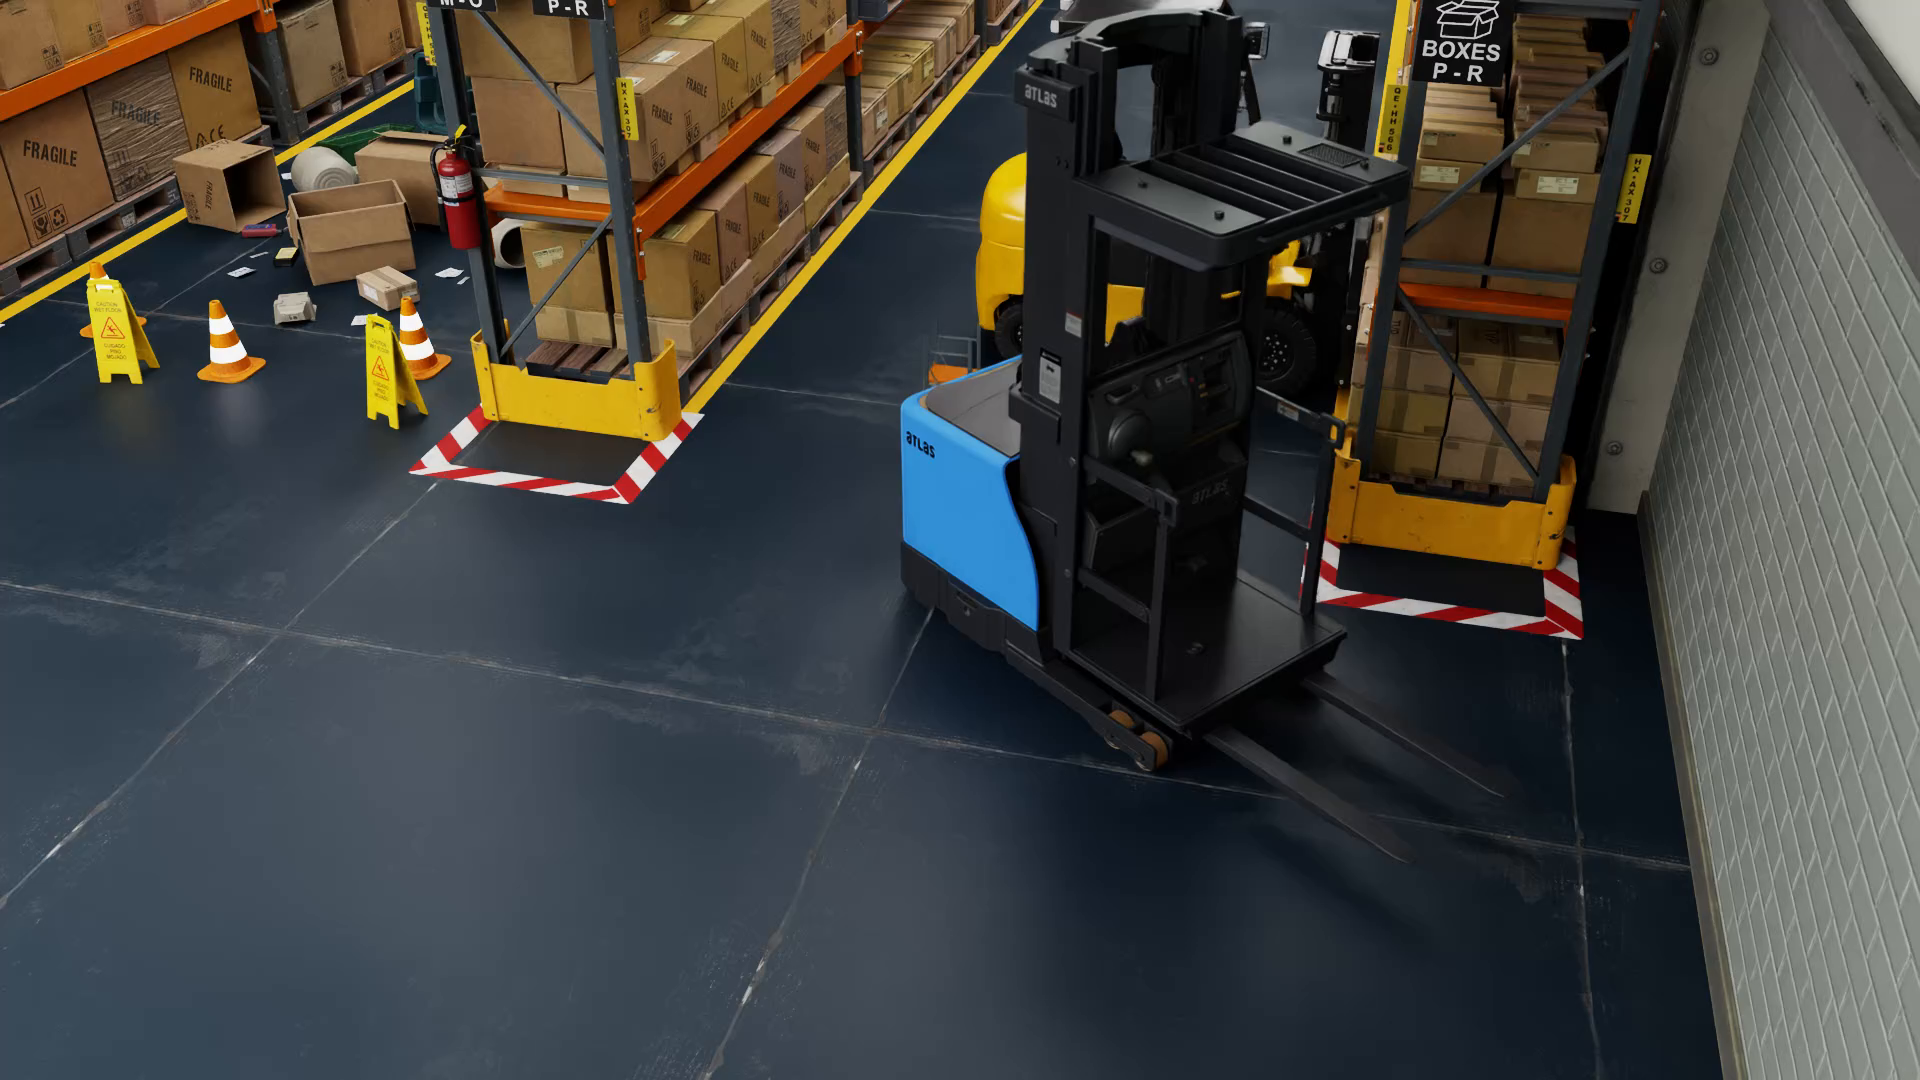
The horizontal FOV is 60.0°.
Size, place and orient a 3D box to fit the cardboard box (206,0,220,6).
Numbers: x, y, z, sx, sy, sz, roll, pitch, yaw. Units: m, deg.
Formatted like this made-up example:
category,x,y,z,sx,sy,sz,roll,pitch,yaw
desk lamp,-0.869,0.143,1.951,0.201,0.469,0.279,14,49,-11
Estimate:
category,x,y,z,sx,sy,sz,roll,pitch,yaw
cardboard box,-6.146,-4.526,12.934,0.875,0.550,0.550,8,33,12

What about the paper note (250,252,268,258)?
category,x,y,z,sx,sy,sz,roll,pitch,yaw
paper note,-5.045,-2.054,11.971,0.032,0.001,0.123,28,42,36

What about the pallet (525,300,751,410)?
category,x,y,z,sx,sy,sz,roll,pitch,yaw
pallet,-2.006,-1.238,10.501,1.003,0.211,1.213,8,33,12

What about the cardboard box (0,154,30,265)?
category,x,y,z,sx,sy,sz,roll,pitch,yaw
cardboard box,-6.971,-2.222,11.038,0.875,0.875,0.875,8,33,13

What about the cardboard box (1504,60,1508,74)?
category,x,y,z,sx,sy,sz,roll,pitch,yaw
cardboard box,3.450,-2.609,9.965,0.500,0.500,0.500,7,33,11

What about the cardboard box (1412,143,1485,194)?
category,x,y,z,sx,sy,sz,roll,pitch,yaw
cardboard box,2.354,-1.819,8.117,0.380,0.149,0.250,8,33,13

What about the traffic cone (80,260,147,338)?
category,x,y,z,sx,sy,sz,roll,pitch,yaw
traffic cone,-5.571,-1.592,10.823,0.336,0.463,0.334,8,33,12

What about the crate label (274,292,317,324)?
category,x,y,z,sx,sy,sz,roll,pitch,yaw
crate label,-4.424,-1.541,11.046,0.250,0.136,0.298,-8,33,-13

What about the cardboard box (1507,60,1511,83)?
category,x,y,z,sx,sy,sz,roll,pitch,yaw
cardboard box,3.328,-2.675,9.464,0.380,0.149,0.250,7,33,11

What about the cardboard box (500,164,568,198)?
category,x,y,z,sx,sy,sz,roll,pitch,yaw
cardboard box,-2.377,-2.076,9.454,0.380,0.149,0.250,9,34,14

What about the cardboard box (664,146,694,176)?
category,x,y,z,sx,sy,sz,roll,pitch,yaw
cardboard box,-1.783,-2.260,9.744,0.380,0.149,0.250,7,33,11

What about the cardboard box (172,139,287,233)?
category,x,y,z,sx,sy,sz,roll,pitch,yaw
cardboard box,-5.465,-2.657,12.461,0.500,0.500,0.500,14,35,21

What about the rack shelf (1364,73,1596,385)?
category,x,y,z,sx,sy,sz,roll,pitch,yaw
rack shelf,3.044,-2.019,9.801,1.077,0.370,4.000,8,33,12

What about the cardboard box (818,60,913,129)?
category,x,y,z,sx,sy,sz,roll,pitch,yaw
cardboard box,-0.940,-3.749,13.909,0.950,0.372,0.625,10,34,15

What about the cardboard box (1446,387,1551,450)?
category,x,y,z,sx,sy,sz,roll,pitch,yaw
cardboard box,2.857,-0.728,8.805,0.500,0.250,0.500,9,33,13

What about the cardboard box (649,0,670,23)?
category,x,y,z,sx,sy,sz,roll,pitch,yaw
cardboard box,-2.181,-3.384,9.974,0.700,0.500,0.500,8,33,12

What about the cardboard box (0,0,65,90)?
category,x,y,z,sx,sy,sz,roll,pitch,yaw
cardboard box,-6.647,-3.404,11.169,0.875,0.550,0.550,8,33,12

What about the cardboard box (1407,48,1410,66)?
category,x,y,z,sx,sy,sz,roll,pitch,yaw
cardboard box,3.071,-2.936,10.479,0.500,0.500,0.500,9,33,13

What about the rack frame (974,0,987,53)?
category,x,y,z,sx,sy,sz,roll,pitch,yaw
rack frame,-0.235,-6.110,15.566,1.000,3.000,0.127,8,33,12

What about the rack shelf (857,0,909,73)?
category,x,y,z,sx,sy,sz,roll,pitch,yaw
rack shelf,-0.743,-4.769,14.126,1.077,0.370,4.000,8,33,12

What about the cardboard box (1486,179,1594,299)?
category,x,y,z,sx,sy,sz,roll,pitch,yaw
cardboard box,2.931,-1.546,8.293,0.500,0.500,0.500,9,34,14

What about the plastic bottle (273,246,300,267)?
category,x,y,z,sx,sy,sz,roll,pitch,yaw
plastic bottle,-4.813,-2.039,11.900,0.133,0.061,0.283,-3,33,-4

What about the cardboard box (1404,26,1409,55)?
category,x,y,z,sx,sy,sz,roll,pitch,yaw
cardboard box,3.427,-3.594,11.748,0.500,0.250,0.500,9,33,13

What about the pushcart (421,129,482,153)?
category,x,y,z,sx,sy,sz,roll,pitch,yaw
pushcart,-3.468,-3.212,13.451,1.648,0.377,0.936,-3,33,-4

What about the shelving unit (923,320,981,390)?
category,x,y,z,sx,sy,sz,roll,pitch,yaw
shelving unit,-0.036,-0.520,8.449,0.258,1.200,0.189,8,33,12

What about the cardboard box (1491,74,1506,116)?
category,x,y,z,sx,sy,sz,roll,pitch,yaw
cardboard box,2.632,-2.332,8.647,0.380,0.149,0.250,8,33,13

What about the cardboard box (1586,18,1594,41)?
category,x,y,z,sx,sy,sz,roll,pitch,yaw
cardboard box,3.517,-3.061,9.794,0.380,0.149,0.250,7,33,12

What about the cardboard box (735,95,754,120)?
category,x,y,z,sx,sy,sz,roll,pitch,yaw
cardboard box,-1.536,-2.803,10.597,0.380,0.149,0.250,7,33,11

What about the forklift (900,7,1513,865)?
category,x,y,z,sx,sy,sz,roll,pitch,yaw
forklift,1.026,-0.546,6.876,1.130,2.935,3.031,-24,39,-32

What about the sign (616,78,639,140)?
category,x,y,z,sx,sy,sz,roll,pitch,yaw
sign,-1.740,-2.250,8.687,0.100,0.325,0.005,8,33,12

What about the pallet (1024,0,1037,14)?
category,x,y,z,sx,sy,sz,roll,pitch,yaw
pallet,0.349,-5.963,17.934,1.003,0.211,1.213,8,33,12

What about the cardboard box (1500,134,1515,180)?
category,x,y,z,sx,sy,sz,roll,pitch,yaw
cardboard box,2.875,-1.878,8.211,0.380,0.149,0.250,8,33,12

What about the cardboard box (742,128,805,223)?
category,x,y,z,sx,sy,sz,roll,pitch,yaw
cardboard box,-1.397,-2.495,11.352,0.500,0.500,0.500,10,34,15

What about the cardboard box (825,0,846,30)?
category,x,y,z,sx,sy,sz,roll,pitch,yaw
cardboard box,-1.122,-3.938,11.778,0.500,0.500,0.500,7,33,11

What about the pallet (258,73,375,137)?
category,x,y,z,sx,sy,sz,roll,pitch,yaw
pallet,-5.941,-3.890,14.672,1.003,0.211,1.213,8,33,12

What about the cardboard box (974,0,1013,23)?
category,x,y,z,sx,sy,sz,roll,pitch,yaw
cardboard box,0.021,-5.738,16.569,0.875,0.875,0.875,8,33,12

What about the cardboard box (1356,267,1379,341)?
category,x,y,z,sx,sy,sz,roll,pitch,yaw
cardboard box,2.476,-1.271,9.193,0.500,0.250,0.500,9,33,13

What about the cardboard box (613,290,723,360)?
category,x,y,z,sx,sy,sz,roll,pitch,yaw
cardboard box,-1.793,-1.357,10.260,0.500,0.250,0.500,8,33,12

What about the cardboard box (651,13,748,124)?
category,x,y,z,sx,sy,sz,roll,pitch,yaw
cardboard box,-1.620,-2.868,10.096,0.500,0.500,0.500,7,33,11

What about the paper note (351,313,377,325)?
category,x,y,z,sx,sy,sz,roll,pitch,yaw
paper note,-3.951,-1.467,11.030,0.148,0.019,0.142,-3,33,-4

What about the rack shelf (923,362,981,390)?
category,x,y,z,sx,sy,sz,roll,pitch,yaw
rack shelf,-0.036,-0.786,8.280,0.258,0.103,0.180,8,33,12

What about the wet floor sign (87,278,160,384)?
category,x,y,z,sx,sy,sz,roll,pitch,yaw
wet floor sign,-5.171,-1.302,10.197,0.267,0.644,0.232,3,33,4

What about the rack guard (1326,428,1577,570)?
category,x,y,z,sx,sy,sz,roll,pitch,yaw
rack guard,2.531,-0.218,8.626,1.175,0.500,0.348,8,33,12

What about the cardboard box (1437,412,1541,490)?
category,x,y,z,sx,sy,sz,roll,pitch,yaw
cardboard box,2.851,-0.530,8.959,0.500,0.250,0.500,8,33,13

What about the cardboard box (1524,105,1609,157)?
category,x,y,z,sx,sy,sz,roll,pitch,yaw
cardboard box,2.957,-2.001,8.127,0.380,0.149,0.250,9,34,14

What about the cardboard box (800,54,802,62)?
category,x,y,z,sx,sy,sz,roll,pitch,yaw
cardboard box,-1.312,-3.338,11.439,0.380,0.149,0.250,8,33,12

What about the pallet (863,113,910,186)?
category,x,y,z,sx,sy,sz,roll,pitch,yaw
pallet,-1.054,-3.262,13.684,1.003,0.211,1.213,8,33,12

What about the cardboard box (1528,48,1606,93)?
category,x,y,z,sx,sy,sz,roll,pitch,yaw
cardboard box,3.263,-2.531,8.960,0.380,0.149,0.250,7,33,11

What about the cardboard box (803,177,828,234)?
category,x,y,z,sx,sy,sz,roll,pitch,yaw
cardboard box,-1.266,-2.430,11.948,0.500,0.250,0.500,7,33,11
